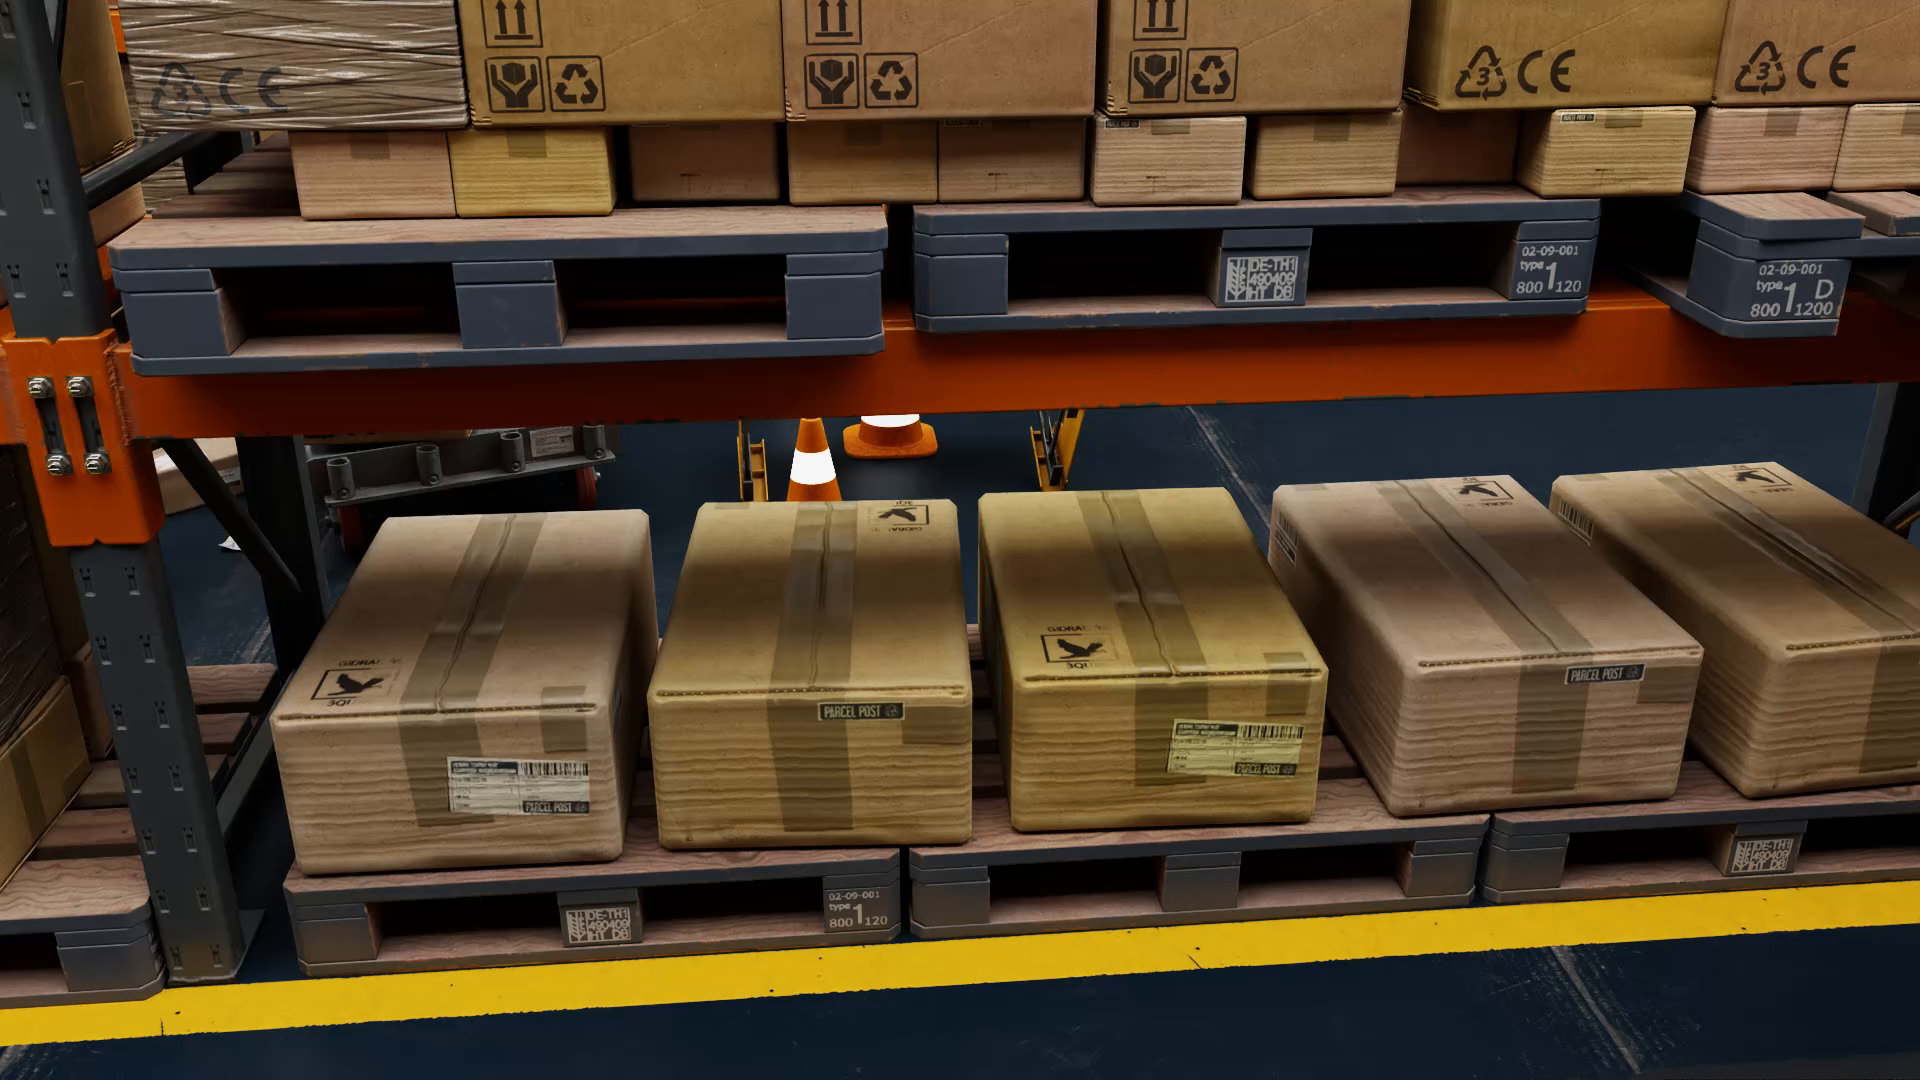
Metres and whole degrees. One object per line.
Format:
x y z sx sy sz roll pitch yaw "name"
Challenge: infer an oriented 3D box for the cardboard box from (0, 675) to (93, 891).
-2.104 0.501 3.297 0.500 0.250 0.500 -1 24 -3 "cardboard box"

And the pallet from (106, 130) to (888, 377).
-0.767 -0.580 3.097 1.213 0.211 1.003 -2 24 -5 "pallet"

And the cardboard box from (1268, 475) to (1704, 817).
1.142 0.205 3.814 0.625 0.372 0.950 -3 24 -6 "cardboard box"

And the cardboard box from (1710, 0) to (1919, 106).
1.500 -1.073 2.965 0.500 0.500 0.500 -3 24 -6 "cardboard box"

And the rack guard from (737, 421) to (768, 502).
-0.662 -0.364 5.280 0.087 0.587 0.250 -3 59 -8 "rack guard"

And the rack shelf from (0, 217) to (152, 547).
-3.532 -0.287 3.088 4.000 0.370 1.077 -2 24 -5 "rack shelf"

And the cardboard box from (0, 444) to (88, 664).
-2.155 -0.059 3.635 0.500 0.500 0.500 -1 24 -3 "cardboard box"

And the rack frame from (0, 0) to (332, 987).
-1.542 -0.695 3.122 0.127 3.000 1.000 -2 24 -5 "rack frame"

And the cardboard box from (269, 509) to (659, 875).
-1.020 0.291 3.619 0.625 0.372 0.950 -2 24 -4 "cardboard box"

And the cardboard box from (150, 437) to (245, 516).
-2.563 -0.281 5.555 0.258 0.266 0.396 22 32 40 "cardboard box"

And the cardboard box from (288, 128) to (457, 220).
-0.961 -0.667 2.850 0.250 0.149 0.380 -2 24 -4 "cardboard box"

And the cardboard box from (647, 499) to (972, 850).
-0.305 0.261 3.687 0.625 0.372 0.950 -1 24 -2 "cardboard box"

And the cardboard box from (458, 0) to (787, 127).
-0.549 -0.992 2.782 0.500 0.500 0.500 -2 24 -5 "cardboard box"

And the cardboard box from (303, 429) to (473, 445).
-1.747 -0.618 5.091 0.500 0.500 0.500 -2 24 -5 "cardboard box"

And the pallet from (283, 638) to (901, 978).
-0.767 0.547 3.759 1.213 0.211 1.003 -2 24 -5 "pallet"

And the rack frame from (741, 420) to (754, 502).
-0.756 -0.895 5.596 0.032 0.500 1.500 -3 59 -8 "rack frame"

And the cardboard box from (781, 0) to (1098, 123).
-0.055 -1.006 2.814 0.500 0.500 0.500 -2 24 -5 "cardboard box"

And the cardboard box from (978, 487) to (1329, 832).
0.387 0.233 3.751 0.625 0.372 0.950 -2 24 -3 "cardboard box"

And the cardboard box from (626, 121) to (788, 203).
-0.437 -0.716 2.959 0.250 0.149 0.380 -1 24 -2 "cardboard box"

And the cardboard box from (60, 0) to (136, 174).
-2.007 -0.972 3.255 0.500 0.500 0.500 -2 24 -5 "cardboard box"

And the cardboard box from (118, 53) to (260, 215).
-3.658 -1.879 7.883 0.875 0.875 0.875 -2 24 -5 "cardboard box"

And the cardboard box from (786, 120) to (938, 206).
-0.177 -0.709 2.944 0.250 0.149 0.380 -2 24 -4 "cardboard box"

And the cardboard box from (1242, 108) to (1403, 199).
0.602 -0.730 2.992 0.250 0.149 0.380 -3 24 -7 "cardboard box"

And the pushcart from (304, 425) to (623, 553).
-1.816 -0.417 5.723 0.936 0.377 1.648 -11 26 -23 "pushcart"

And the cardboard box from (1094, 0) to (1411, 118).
0.455 -1.031 2.870 0.500 0.500 0.500 -3 24 -7 "cardboard box"

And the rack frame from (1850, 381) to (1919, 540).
2.439 -0.855 3.481 0.127 3.000 1.000 -2 24 -5 "rack frame"

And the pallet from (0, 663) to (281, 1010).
-2.207 0.620 3.595 1.213 0.211 1.003 -2 24 -5 "pallet"

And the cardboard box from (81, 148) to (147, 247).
-1.887 -0.698 3.436 0.250 0.149 0.380 -2 24 -5 "cardboard box"

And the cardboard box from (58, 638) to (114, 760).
-2.155 0.284 3.787 0.500 0.250 0.500 -3 24 -8 "cardboard box"

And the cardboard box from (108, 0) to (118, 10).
-3.589 -2.736 7.528 0.550 0.550 0.875 -2 24 -5 "cardboard box"

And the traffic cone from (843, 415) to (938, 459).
-0.255 -0.567 5.957 0.334 0.463 0.336 -2 24 -5 "traffic cone"

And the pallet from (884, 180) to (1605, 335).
0.473 -0.672 3.305 1.213 0.211 1.003 -2 24 -5 "pallet"

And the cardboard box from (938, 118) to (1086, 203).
0.070 -0.718 2.965 0.250 0.149 0.380 -2 24 -5 "cardboard box"

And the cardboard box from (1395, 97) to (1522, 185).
0.844 -0.773 3.089 0.250 0.149 0.380 -2 24 -5 "cardboard box"

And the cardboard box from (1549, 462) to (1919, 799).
1.876 0.172 3.888 0.625 0.372 0.950 -4 24 -9 "cardboard box"

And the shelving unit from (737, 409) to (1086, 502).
-0.245 -0.924 5.669 1.083 0.587 1.500 -3 59 -8 "shelving unit"

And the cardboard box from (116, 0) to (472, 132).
-1.047 -0.972 2.737 0.500 0.500 0.500 -2 24 -4 "cardboard box"

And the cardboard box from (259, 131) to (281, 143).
-2.762 -1.916 7.967 0.875 0.875 0.875 -2 24 -4 "cardboard box"

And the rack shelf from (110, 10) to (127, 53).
-4.119 -2.284 7.580 4.000 0.370 1.077 -2 24 -5 "rack shelf"

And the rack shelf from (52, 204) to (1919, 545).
0.449 -0.447 3.447 4.000 0.370 1.077 -2 24 -5 "rack shelf"

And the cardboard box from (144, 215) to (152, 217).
-3.573 -1.074 7.048 0.500 0.500 0.500 2 24 4 "cardboard box"

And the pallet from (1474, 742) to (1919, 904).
1.661 0.450 3.978 1.213 0.211 1.003 -2 24 -5 "pallet"

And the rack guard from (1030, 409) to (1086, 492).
0.322 -0.418 5.422 0.087 0.587 0.250 -3 59 -8 "rack guard"

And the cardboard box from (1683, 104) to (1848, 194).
1.379 -0.749 3.035 0.250 0.149 0.380 -3 24 -8 "cardboard box"

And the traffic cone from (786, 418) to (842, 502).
-0.445 -0.152 5.021 0.334 0.463 0.336 -2 24 -5 "traffic cone"

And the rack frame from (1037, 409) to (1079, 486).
0.248 -0.951 5.740 0.032 0.500 1.500 -3 59 -8 "rack frame"

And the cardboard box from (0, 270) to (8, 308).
-1.832 -0.445 2.867 0.250 0.149 0.380 -3 24 -6 "cardboard box"

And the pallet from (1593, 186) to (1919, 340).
1.740 -0.696 3.359 1.003 0.211 1.213 -2 24 -5 "pallet"

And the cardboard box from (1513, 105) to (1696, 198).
1.106 -0.732 2.997 0.250 0.149 0.380 -2 24 -4 "cardboard box"

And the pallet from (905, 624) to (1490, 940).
0.450 0.497 3.872 1.213 0.211 1.003 -2 24 -5 "pallet"

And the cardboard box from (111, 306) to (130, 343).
-3.093 -0.591 5.793 0.503 0.637 0.797 -2 24 -5 "cardboard box"

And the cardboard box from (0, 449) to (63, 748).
-2.104 0.159 3.145 0.500 0.500 0.500 -3 24 -6 "cardboard box"

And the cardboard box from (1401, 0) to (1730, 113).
0.998 -1.052 2.918 0.500 0.500 0.500 -4 24 -9 "cardboard box"

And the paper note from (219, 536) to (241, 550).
-2.237 -0.007 5.228 0.142 0.019 0.148 -2 24 -5 "paper note"

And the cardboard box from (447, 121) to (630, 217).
-0.711 -0.673 2.864 0.250 0.149 0.380 -2 24 -4 "cardboard box"

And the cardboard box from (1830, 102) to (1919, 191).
1.630 -0.756 3.050 0.250 0.149 0.380 -2 24 -6 "cardboard box"

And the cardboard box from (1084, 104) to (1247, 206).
0.339 -0.708 2.941 0.250 0.149 0.380 -1 24 -3 "cardboard box"
